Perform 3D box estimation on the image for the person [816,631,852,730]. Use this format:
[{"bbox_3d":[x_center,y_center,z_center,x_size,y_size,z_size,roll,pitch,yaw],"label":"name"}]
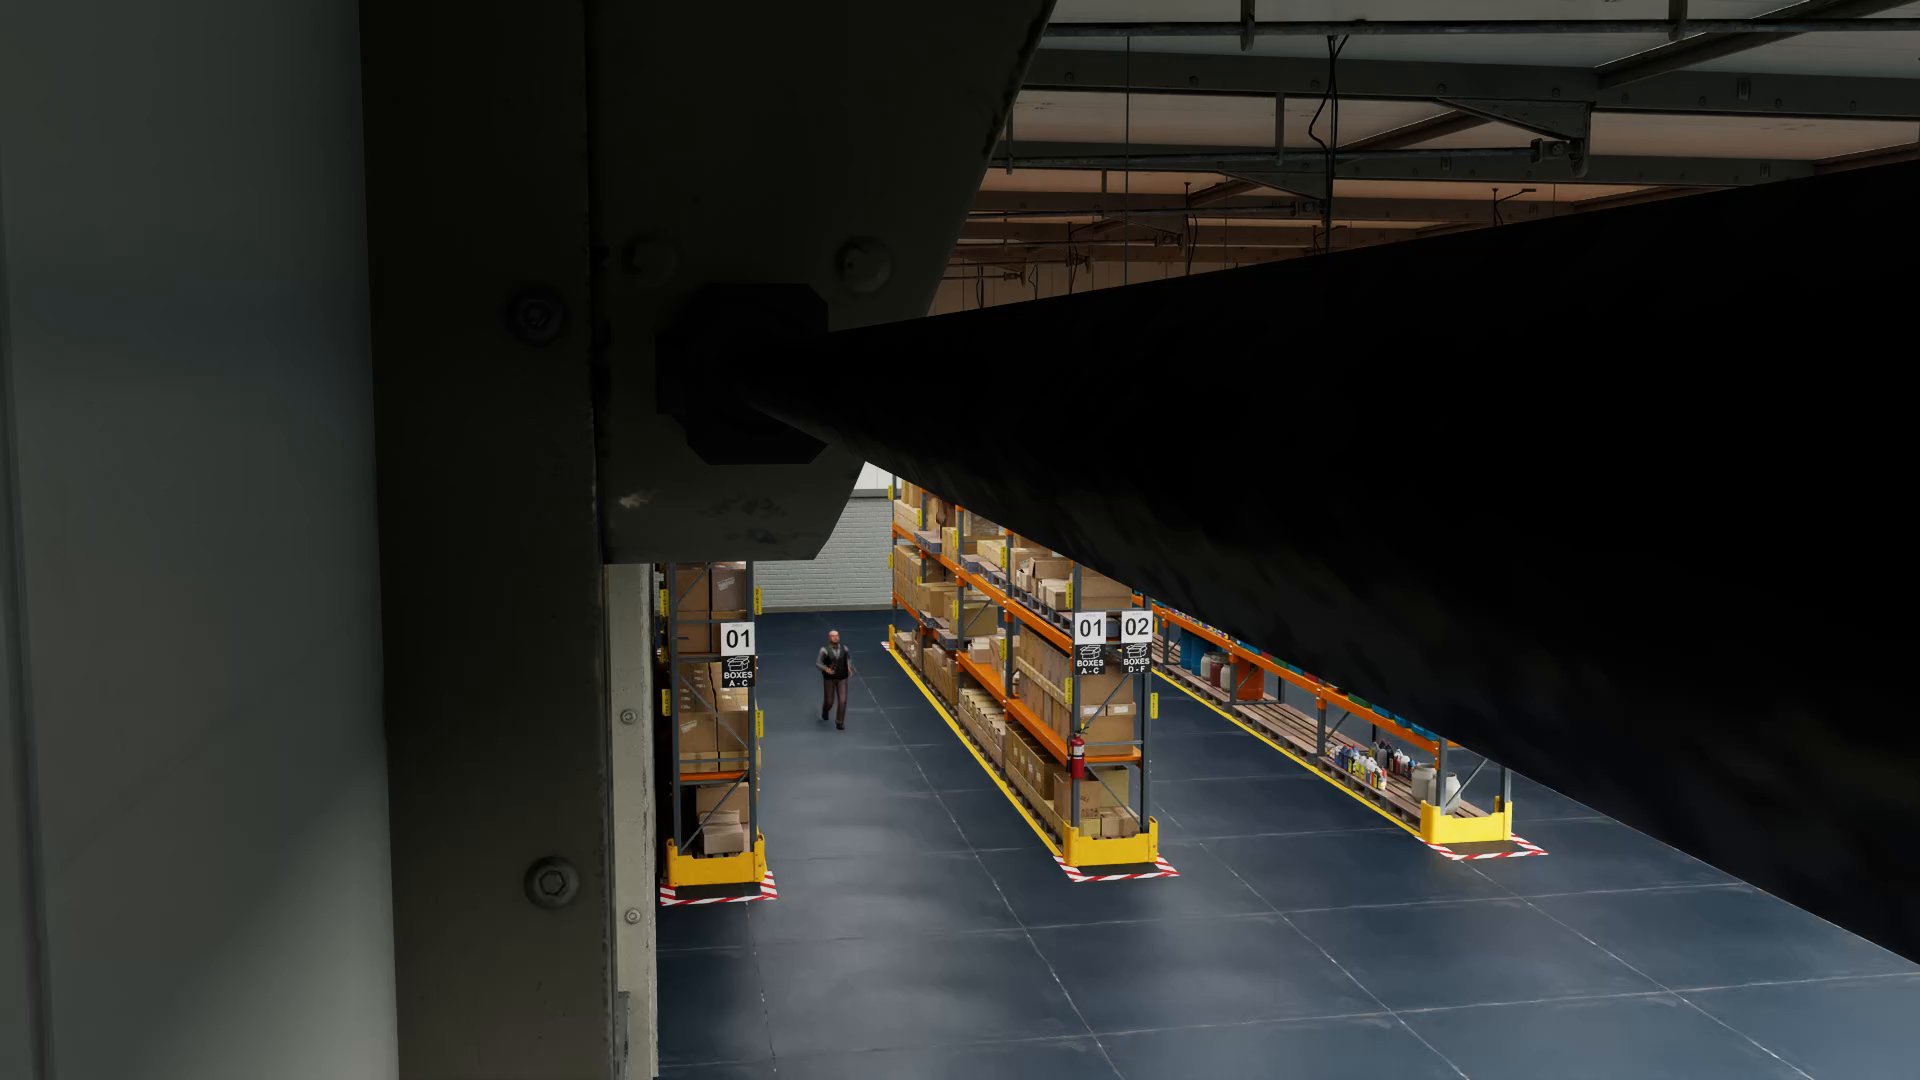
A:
[{"bbox_3d":[-2.150,2.399,28.663,0.669,1.681,0.752,-2,7,-19],"label":"person"}]
